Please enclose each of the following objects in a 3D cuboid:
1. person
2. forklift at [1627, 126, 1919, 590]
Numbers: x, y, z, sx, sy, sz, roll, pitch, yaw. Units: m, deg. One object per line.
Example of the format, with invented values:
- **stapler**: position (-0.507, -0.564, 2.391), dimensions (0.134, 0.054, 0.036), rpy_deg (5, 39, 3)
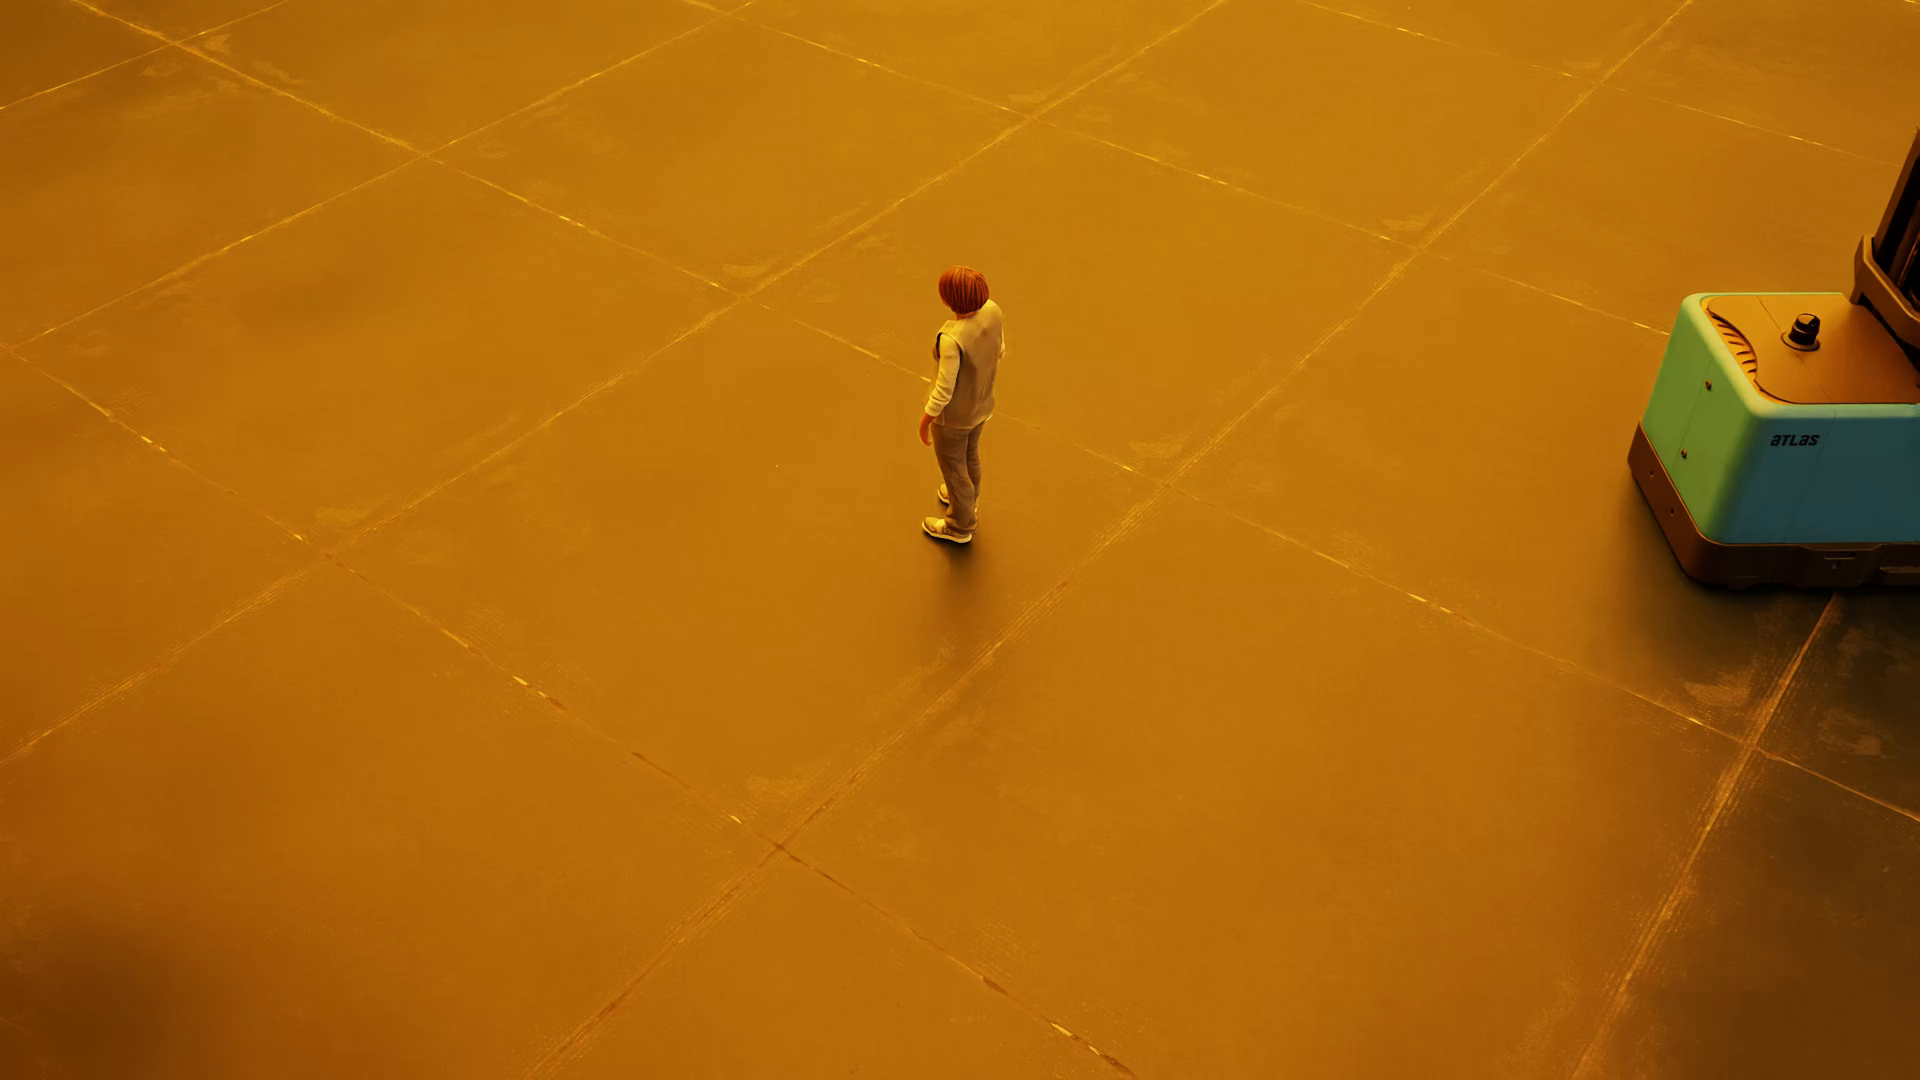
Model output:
- **person**: position (-0.050, -0.650, 7.853), dimensions (0.475, 1.597, 0.520), rpy_deg (26, 47, 28)
- **forklift**: position (5.013, -1.206, 7.489), dimensions (3.031, 2.935, 1.130), rpy_deg (-1, 40, -1)
